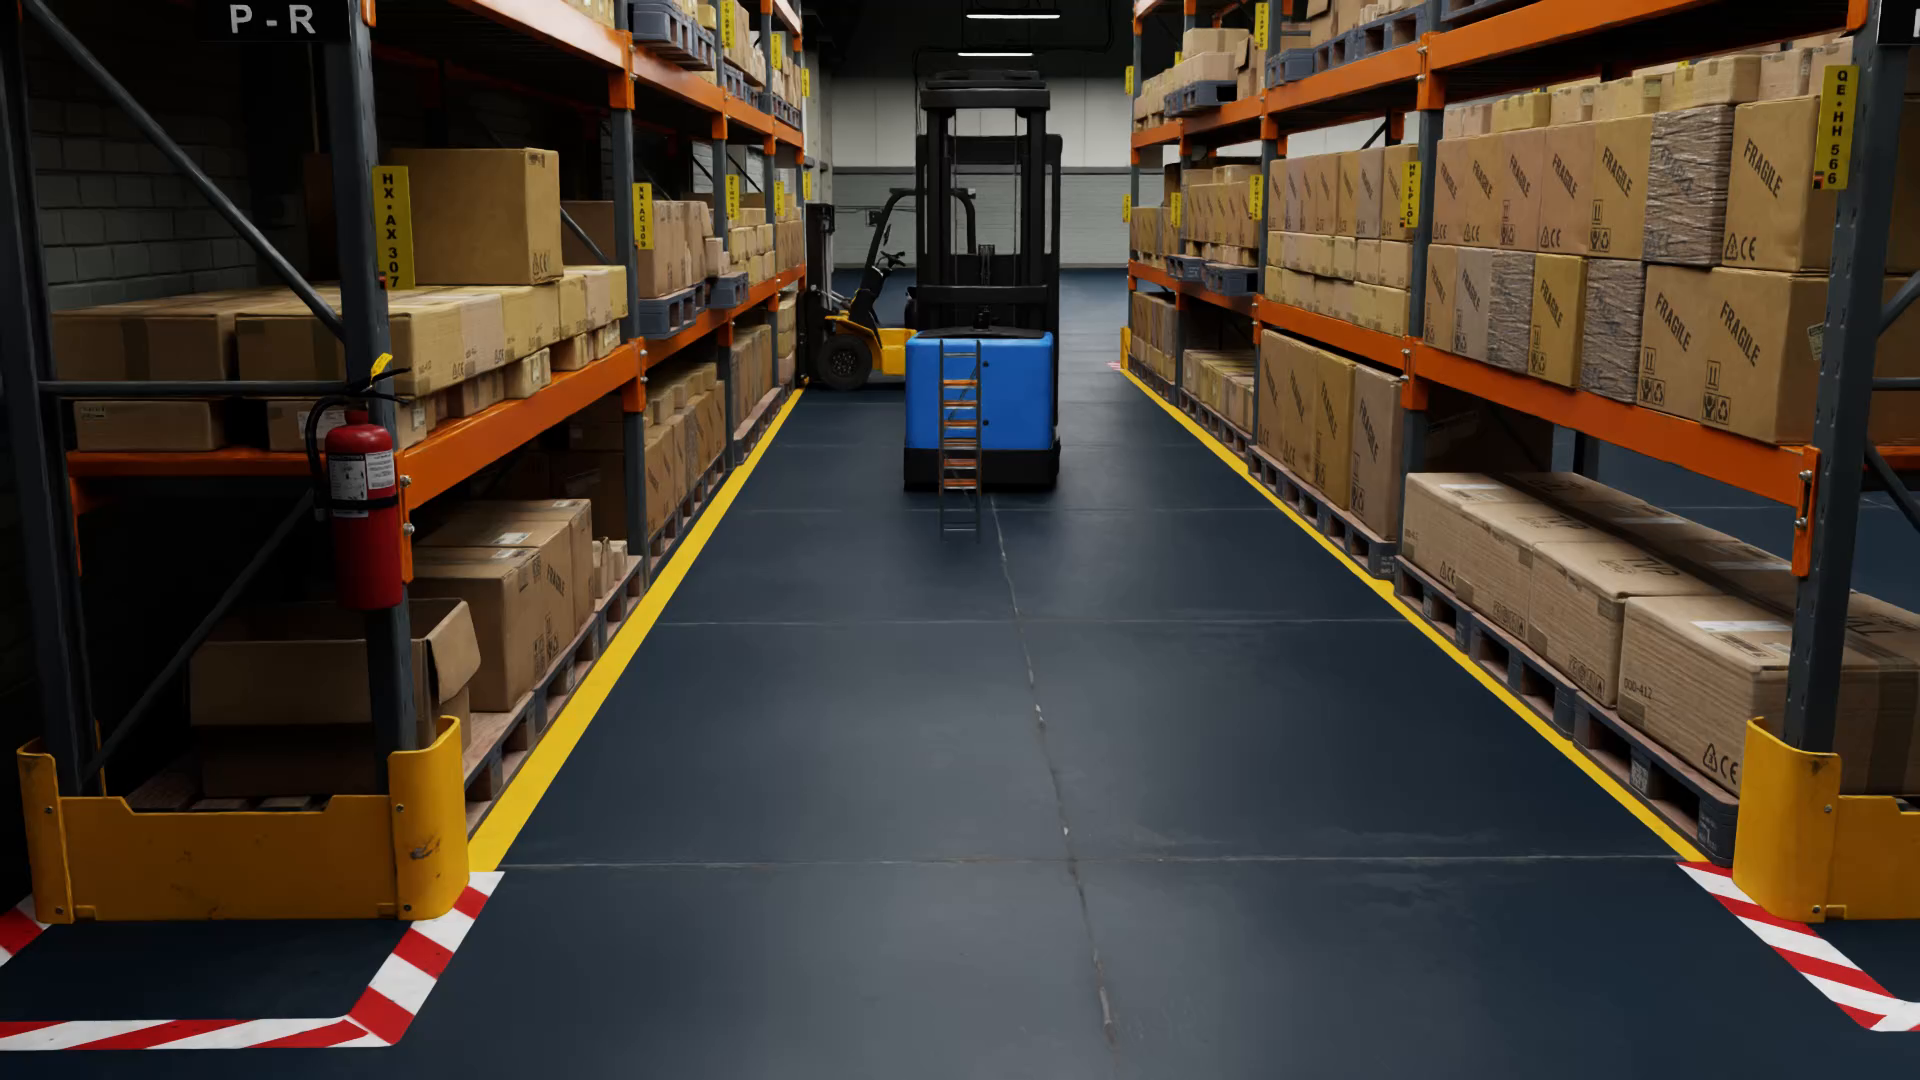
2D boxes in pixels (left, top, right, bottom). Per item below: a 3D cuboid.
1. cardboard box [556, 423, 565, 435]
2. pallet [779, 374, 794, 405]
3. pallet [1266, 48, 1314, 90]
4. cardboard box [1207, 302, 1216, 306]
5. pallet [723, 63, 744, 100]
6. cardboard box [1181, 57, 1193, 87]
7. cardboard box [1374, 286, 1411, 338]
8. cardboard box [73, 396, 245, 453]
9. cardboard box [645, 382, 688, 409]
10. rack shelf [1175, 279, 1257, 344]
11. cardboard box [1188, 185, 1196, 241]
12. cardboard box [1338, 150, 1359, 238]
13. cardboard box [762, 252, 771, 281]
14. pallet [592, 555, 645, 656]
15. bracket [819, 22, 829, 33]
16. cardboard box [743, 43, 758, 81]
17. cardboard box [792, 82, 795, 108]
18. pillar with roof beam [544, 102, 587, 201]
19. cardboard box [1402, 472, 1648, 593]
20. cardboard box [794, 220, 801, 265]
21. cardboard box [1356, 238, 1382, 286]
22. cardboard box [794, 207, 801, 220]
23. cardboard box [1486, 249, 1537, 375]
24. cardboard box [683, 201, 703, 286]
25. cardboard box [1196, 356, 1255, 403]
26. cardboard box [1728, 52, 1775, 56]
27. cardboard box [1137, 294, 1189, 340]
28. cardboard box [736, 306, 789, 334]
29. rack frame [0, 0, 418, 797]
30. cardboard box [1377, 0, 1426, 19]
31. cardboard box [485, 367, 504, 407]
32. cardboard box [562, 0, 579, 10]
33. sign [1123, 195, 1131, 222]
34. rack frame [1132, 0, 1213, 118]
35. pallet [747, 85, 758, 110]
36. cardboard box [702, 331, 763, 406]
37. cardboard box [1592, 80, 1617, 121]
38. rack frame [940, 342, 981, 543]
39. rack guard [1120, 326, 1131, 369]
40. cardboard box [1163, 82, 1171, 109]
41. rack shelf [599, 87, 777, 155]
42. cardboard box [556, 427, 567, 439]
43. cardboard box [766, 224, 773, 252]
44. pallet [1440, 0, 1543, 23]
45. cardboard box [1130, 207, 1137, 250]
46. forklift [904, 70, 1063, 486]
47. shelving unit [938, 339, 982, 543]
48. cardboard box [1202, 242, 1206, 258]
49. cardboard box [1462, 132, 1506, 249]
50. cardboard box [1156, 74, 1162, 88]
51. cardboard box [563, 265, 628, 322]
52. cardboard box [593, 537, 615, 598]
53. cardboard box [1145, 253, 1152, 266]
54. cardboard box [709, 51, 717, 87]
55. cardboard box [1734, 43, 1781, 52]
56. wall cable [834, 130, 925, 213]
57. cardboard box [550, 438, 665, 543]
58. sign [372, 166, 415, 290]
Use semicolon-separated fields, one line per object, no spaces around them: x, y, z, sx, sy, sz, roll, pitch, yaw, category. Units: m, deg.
-2.460;-0.671;9.423;0.380;0.149;0.250;0;11;-1;cardboard box
-2.280;-1.582;17.326;1.003;0.211;1.213;0;11;-1;pallet
2.807;-3.266;11.545;1.213;0.211;1.003;0;11;1;pallet
2.892;-2.262;17.638;0.500;0.500;0.500;0;11;1;cardboard box
-2.326;-3.507;12.734;1.213;0.211;1.003;0;11;1;pallet
2.280;-4.195;14.971;0.500;0.250;0.500;0;11;-2;cardboard box
2.562;-1.236;8.984;0.500;0.250;0.500;-1;11;-3;cardboard box
-2.332;-0.347;4.856;0.380;0.149;0.250;0;11;-2;cardboard box
-1.960;-0.933;10.714;0.380;0.149;0.250;-1;11;-4;cardboard box
2.699;-2.061;14.485;1.077;0.370;4.000;0;11;-1;rack shelf
2.391;-3.018;15.336;0.500;0.500;0.500;0;11;-1;cardboard box
2.554;-2.052;9.862;0.500;0.500;0.500;0;11;1;cardboard box
-2.017;-2.518;15.303;0.500;0.250;0.500;0;11;-1;cardboard box
-2.126;0.303;8.035;1.003;0.211;1.213;0;11;-1;pallet
-3.407;-12.837;41.650;0.235;0.232;0.430;0;11;-1;bracket
-2.031;-4.176;14.472;0.500;0.311;0.500;-1;11;-3;cardboard box
-2.062;-5.031;18.798;0.396;0.266;0.258;0;11;-1;cardboard box
1.154;-5.209;13.100;9.100;9.000;0.400;0;11;-1;pillar with roof beam
2.728;-0.046;8.130;0.875;0.438;0.875;0;11;-2;cardboard box
-2.114;-3.435;19.193;0.500;0.500;0.500;0;11;1;cardboard box
2.553;-1.579;9.417;0.500;0.250;0.500;0;11;0;cardboard box
-2.065;-3.834;19.530;0.380;0.149;0.250;0;11;0;cardboard box
2.581;-0.977;7.079;0.500;0.500;0.500;0;11;-1;cardboard box
-1.953;-1.811;10.134;0.700;0.500;0.500;0;11;-1;cardboard box
2.689;-1.482;15.375;0.950;0.372;0.625;0;11;2;cardboard box
7.874;-4.747;16.693;0.500;0.250;0.500;0;11;-1;cardboard box
2.331;-2.562;19.118;0.500;0.500;0.500;-1;11;-3;cardboard box
-2.001;-2.236;16.882;0.500;0.250;0.500;0;11;-2;cardboard box
-2.057;-0.405;4.511;1.000;3.000;0.127;0;11;-1;rack frame
2.595;-3.028;9.063;0.500;0.311;0.500;0;11;-1;cardboard box
-1.836;-0.554;5.878;0.380;0.149;0.250;0;11;0;cardboard box
-1.838;-2.326;7.067;0.380;0.149;0.250;0;11;-1;cardboard box
2.032;-4.029;20.195;0.100;0.325;0.005;0;11;-1;sign
2.575;-6.547;19.696;1.000;3.000;0.127;0;11;-1;rack frame
-2.274;-3.991;15.126;0.805;0.209;1.217;-1;11;-3;pallet
-2.275;-1.574;15.192;0.875;0.625;0.625;0;11;-2;cardboard box
2.630;-1.659;6.296;0.380;0.149;0.250;0;11;1;cardboard box
0.002;-0.573;9.864;0.240;1.200;0.006;0;11;-1;rack frame
2.576;-2.367;20.467;1.175;0.500;0.348;0;11;-1;rack guard
2.368;-4.541;16.983;0.500;0.250;0.500;0;11;-2;cardboard box
-2.264;-3.510;14.083;1.077;0.370;4.000;0;11;-1;rack shelf
-2.447;-0.376;9.599;0.500;0.500;0.500;-1;11;-4;cardboard box
-2.039;-2.865;15.758;0.500;0.250;0.500;0;11;-2;cardboard box
2.829;-2.485;7.443;1.003;0.211;1.213;0;11;-1;pallet
2.307;-3.706;19.783;0.500;0.500;0.500;0;11;-2;cardboard box
0.231;-2.064;12.861;1.130;2.935;3.031;1;11;4;forklift
0.000;-0.591;9.954;0.258;1.200;0.189;0;11;-1;shelving unit
2.395;-2.626;15.035;0.380;0.149;0.250;0;11;0;cardboard box
2.595;-1.564;7.459;0.500;0.500;0.500;0;11;-2;cardboard box
2.305;-4.919;17.844;0.380;0.149;0.250;0;11;0;cardboard box
-1.885;-1.172;7.922;0.500;0.250;0.500;0;11;0;cardboard box
-1.827;0.114;7.771;0.396;0.266;0.258;0;11;1;cardboard box
2.317;-3.210;18.970;0.380;0.149;0.250;0;11;0;cardboard box
-1.969;-3.291;11.569;0.500;0.250;0.500;-1;11;-3;cardboard box
7.937;-4.918;16.532;0.380;0.149;0.250;0;11;-1;cardboard box
-2.633;-11.416;51.508;3.097;2.526;0.112;0;11;-1;wall cable
-1.925;-0.278;9.116;0.500;0.500;0.500;0;11;1;cardboard box
-1.515;-0.832;4.436;0.100;0.325;0.005;0;11;-1;sign
